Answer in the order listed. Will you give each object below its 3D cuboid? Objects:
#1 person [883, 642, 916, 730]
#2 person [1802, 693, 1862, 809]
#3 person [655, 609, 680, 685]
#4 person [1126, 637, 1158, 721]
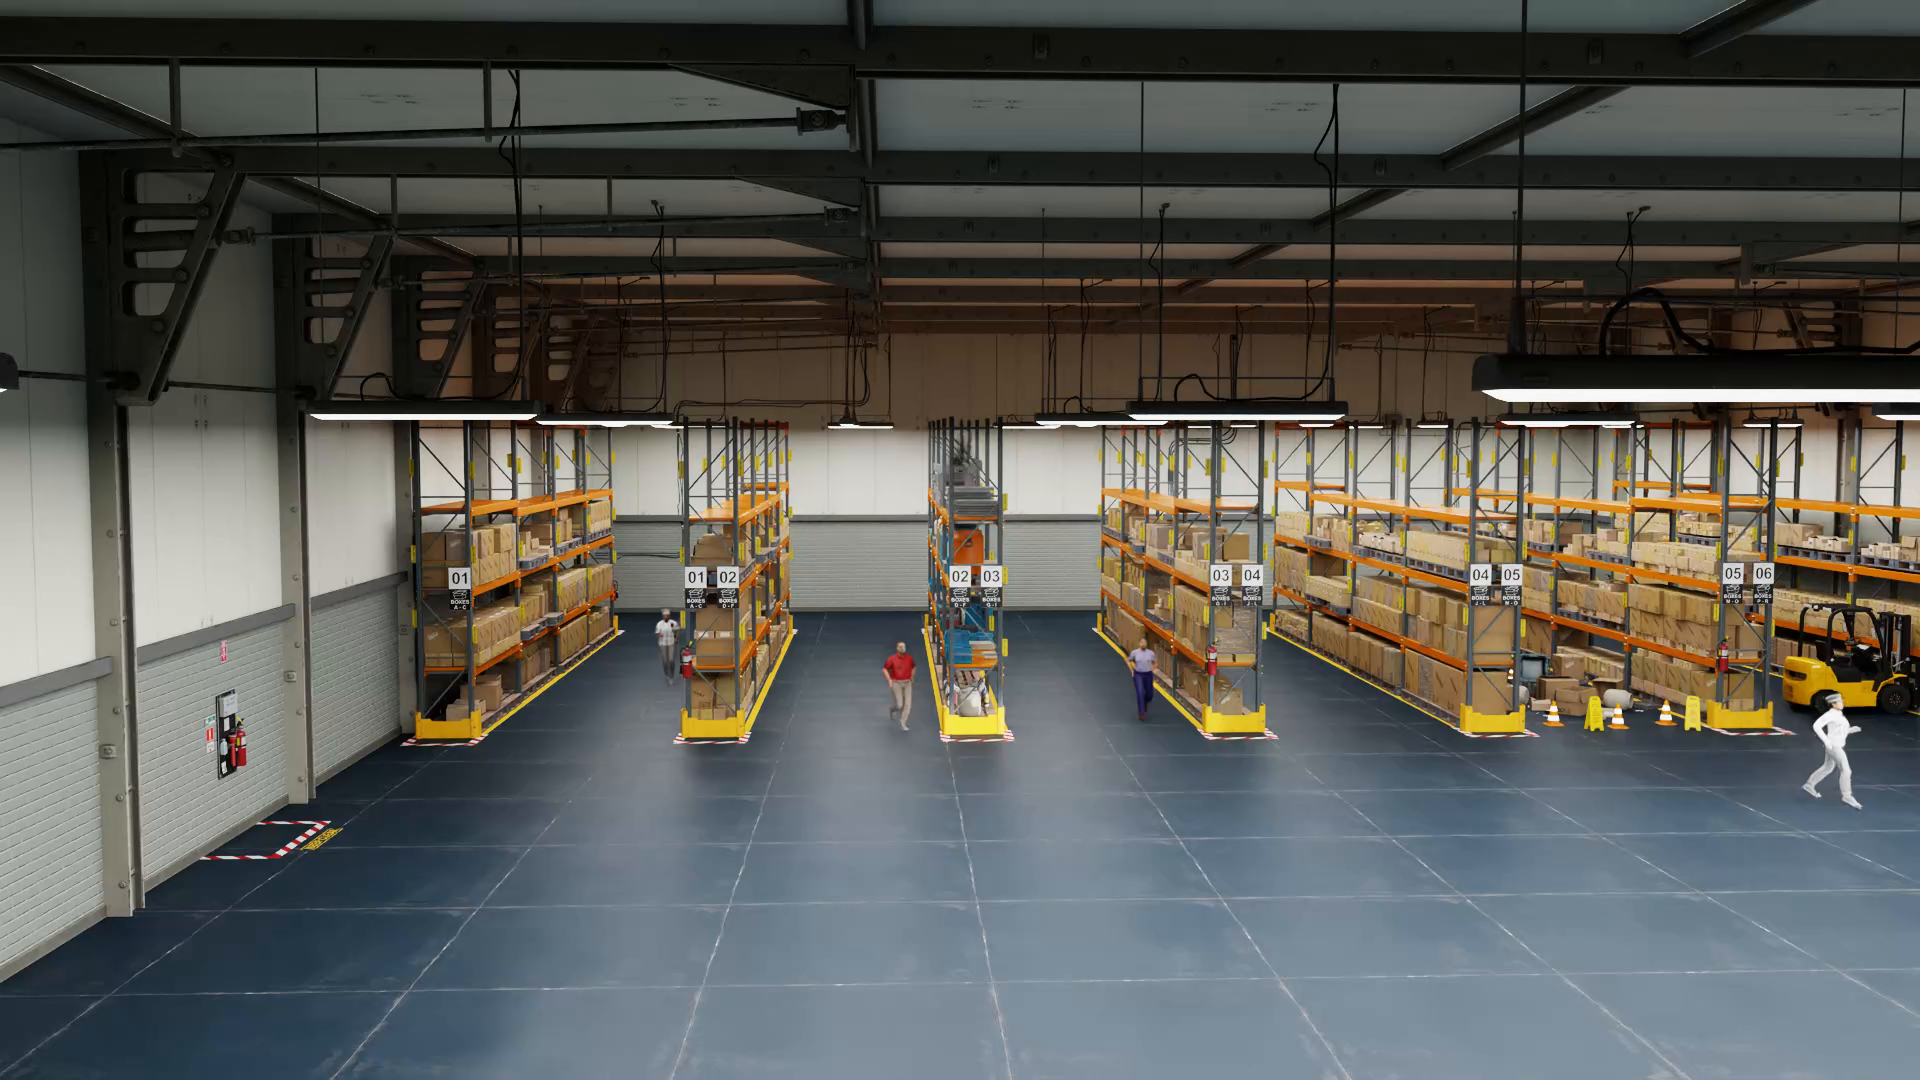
[{"bbox_3d":[-1.140,2.799,32.031,0.664,1.684,0.602,-1,4,-21],"label":"person"},{"bbox_3d":[13.404,3.196,25.519,0.854,1.727,0.593,3,5,37],"label":"person"},{"bbox_3d":[-6.643,2.429,37.757,0.554,1.747,0.746,0,4,-5],"label":"person"},{"bbox_3d":[3.645,2.748,33.205,0.620,1.613,0.823,0,4,-5],"label":"person"}]
